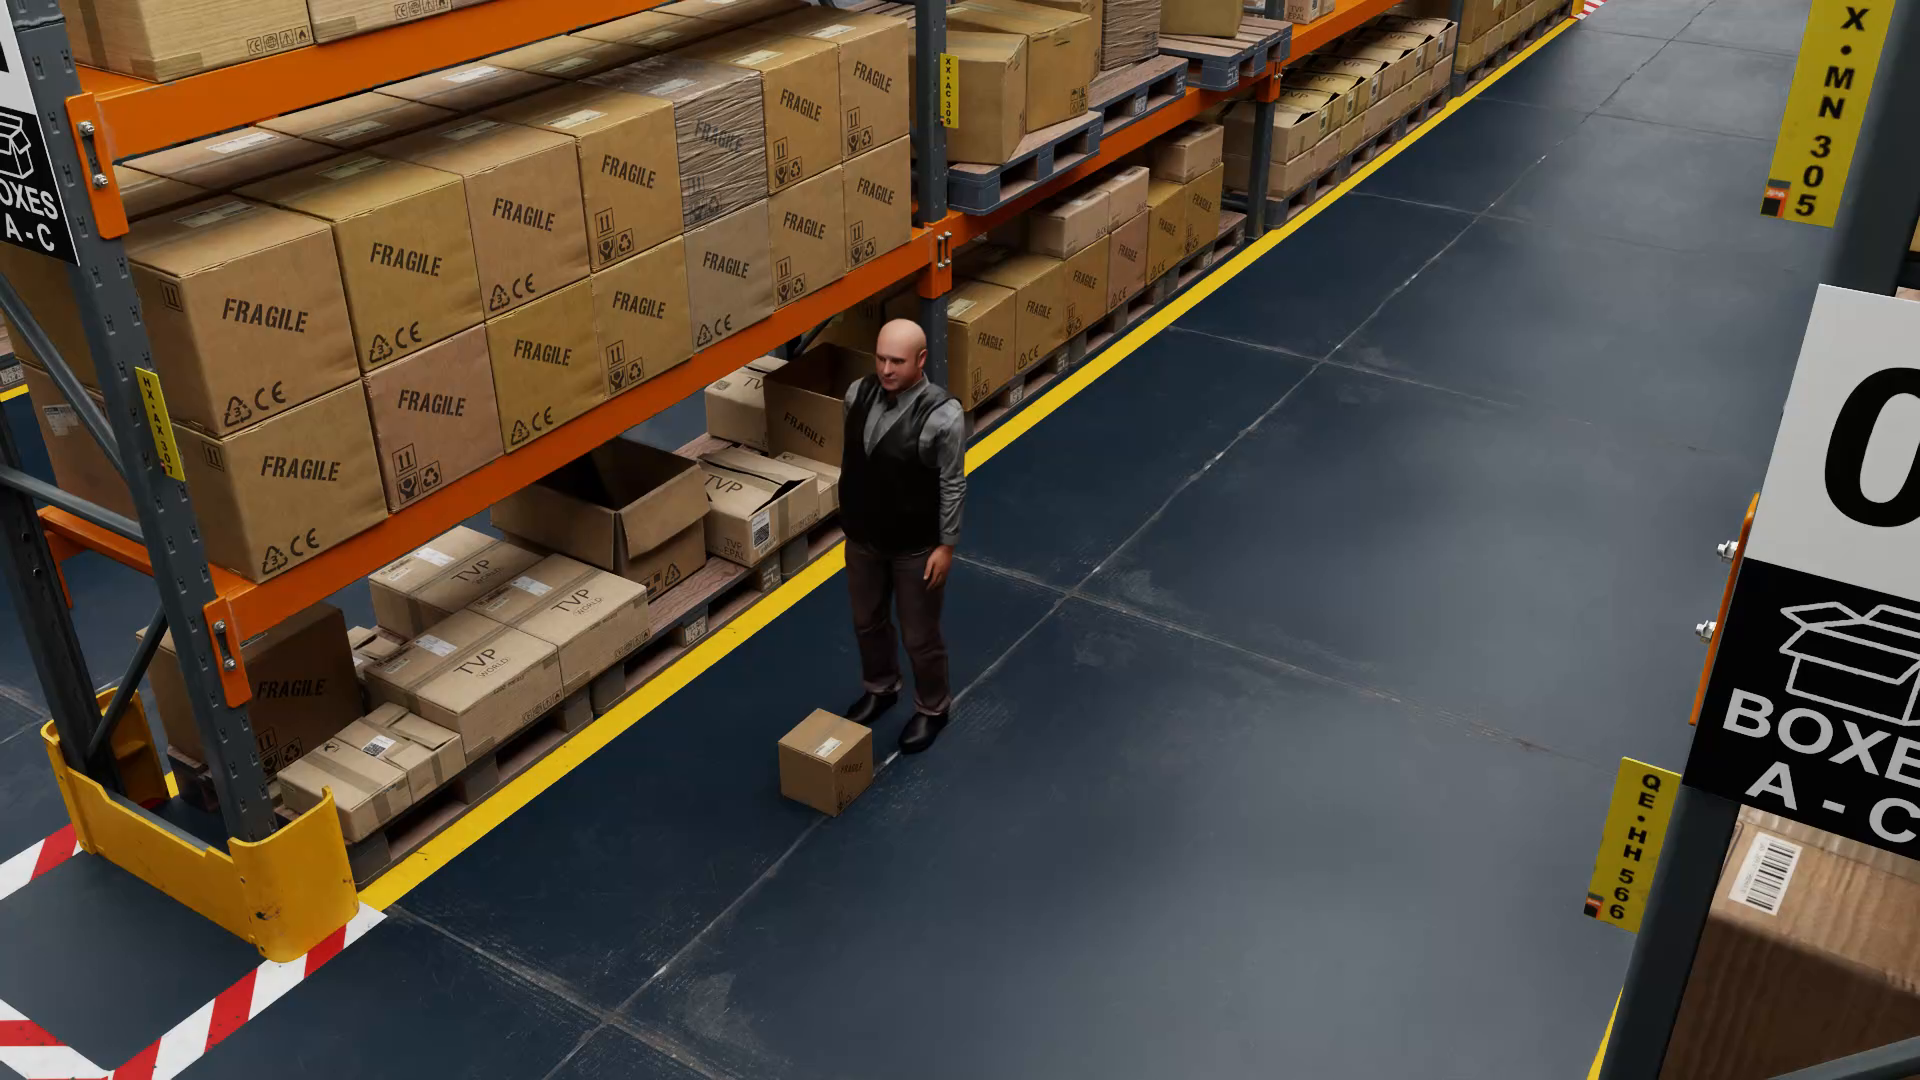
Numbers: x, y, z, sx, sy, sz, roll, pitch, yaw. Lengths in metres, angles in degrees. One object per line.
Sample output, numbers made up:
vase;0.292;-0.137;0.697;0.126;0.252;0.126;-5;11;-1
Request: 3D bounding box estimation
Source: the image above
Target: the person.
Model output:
person;-0.223;-0.007;6.177;0.532;1.719;0.360;18;35;28
